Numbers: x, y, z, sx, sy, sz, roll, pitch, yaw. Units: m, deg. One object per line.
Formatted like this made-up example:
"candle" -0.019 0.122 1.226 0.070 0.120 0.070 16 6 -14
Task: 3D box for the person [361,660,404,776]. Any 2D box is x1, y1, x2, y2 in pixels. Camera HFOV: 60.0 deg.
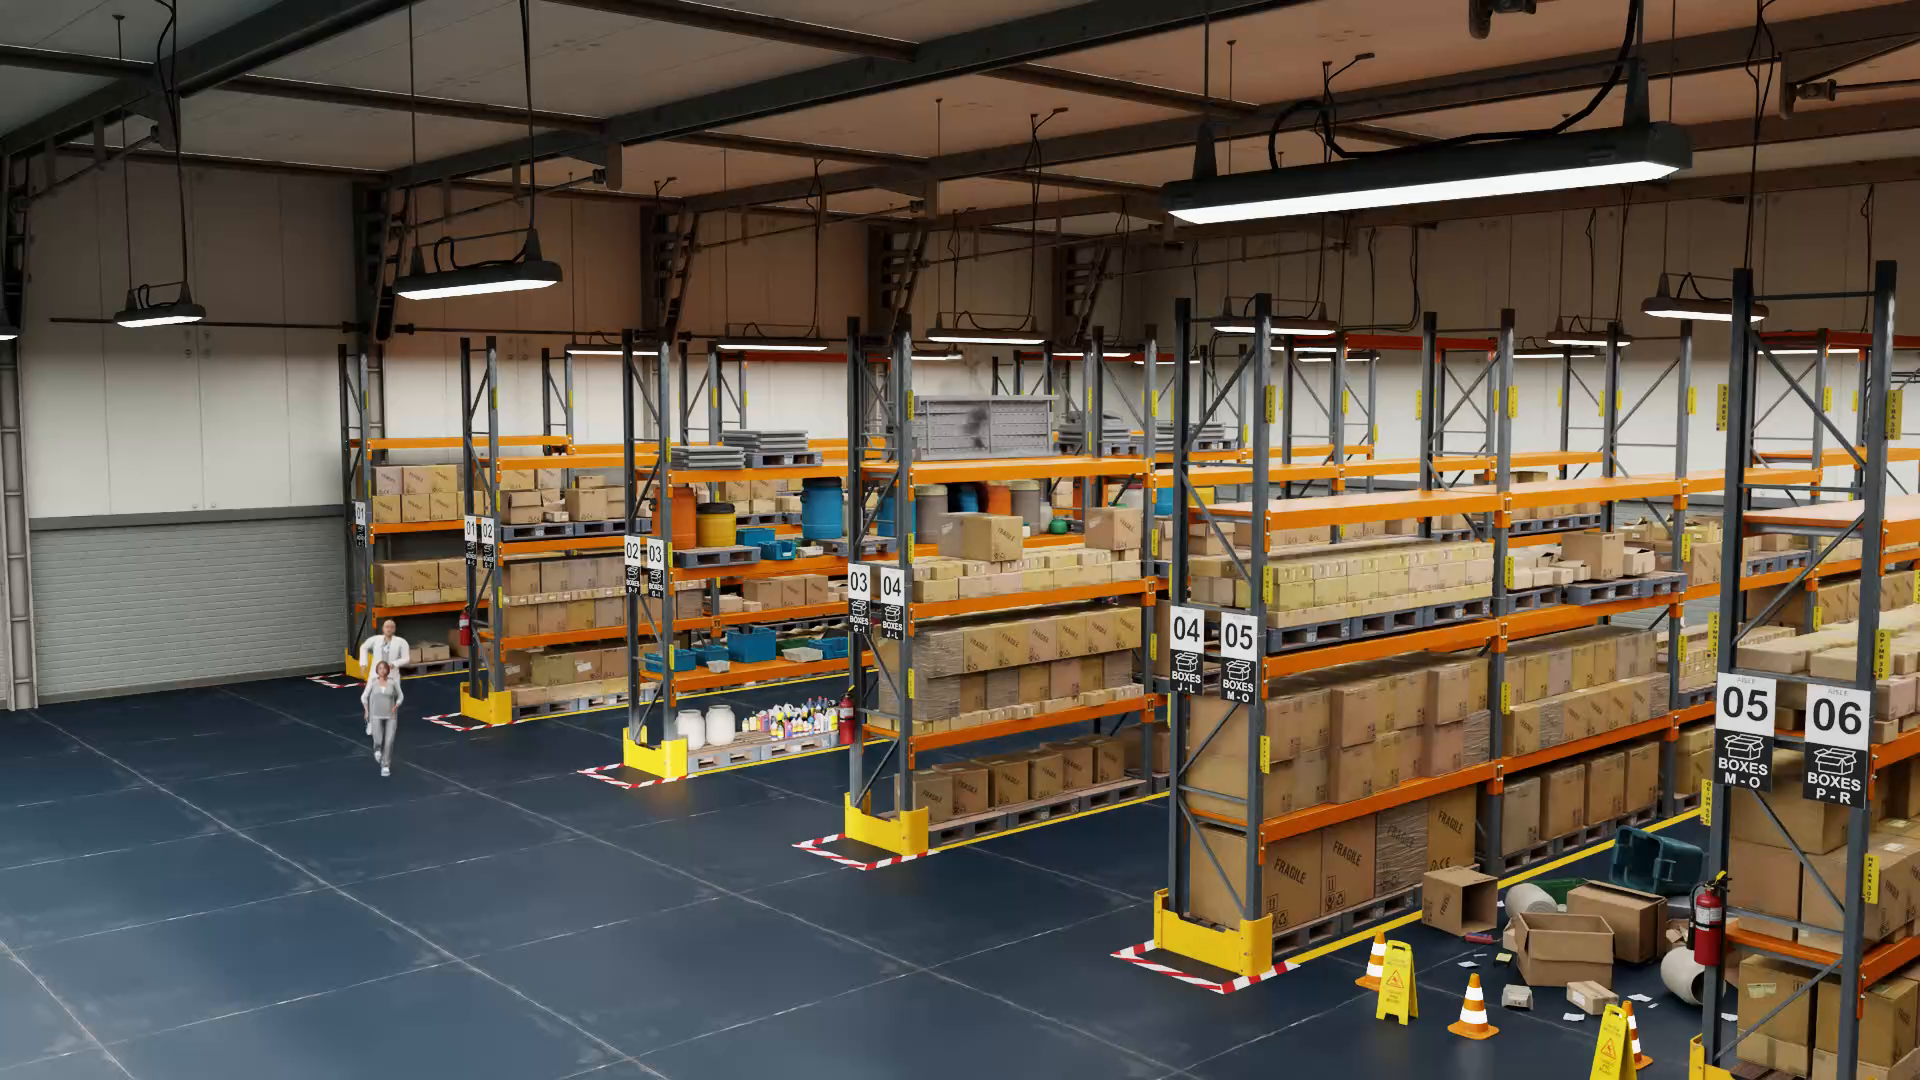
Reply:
"person" -7.764 2.395 22.391 0.544 1.558 0.548 -2 5 -21

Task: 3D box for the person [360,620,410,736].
"person" -8.622 2.061 24.949 0.722 1.718 0.635 -2 5 -19

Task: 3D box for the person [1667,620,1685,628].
"person" 10.712 2.045 24.971 0.930 1.750 0.666 -4 7 -41
